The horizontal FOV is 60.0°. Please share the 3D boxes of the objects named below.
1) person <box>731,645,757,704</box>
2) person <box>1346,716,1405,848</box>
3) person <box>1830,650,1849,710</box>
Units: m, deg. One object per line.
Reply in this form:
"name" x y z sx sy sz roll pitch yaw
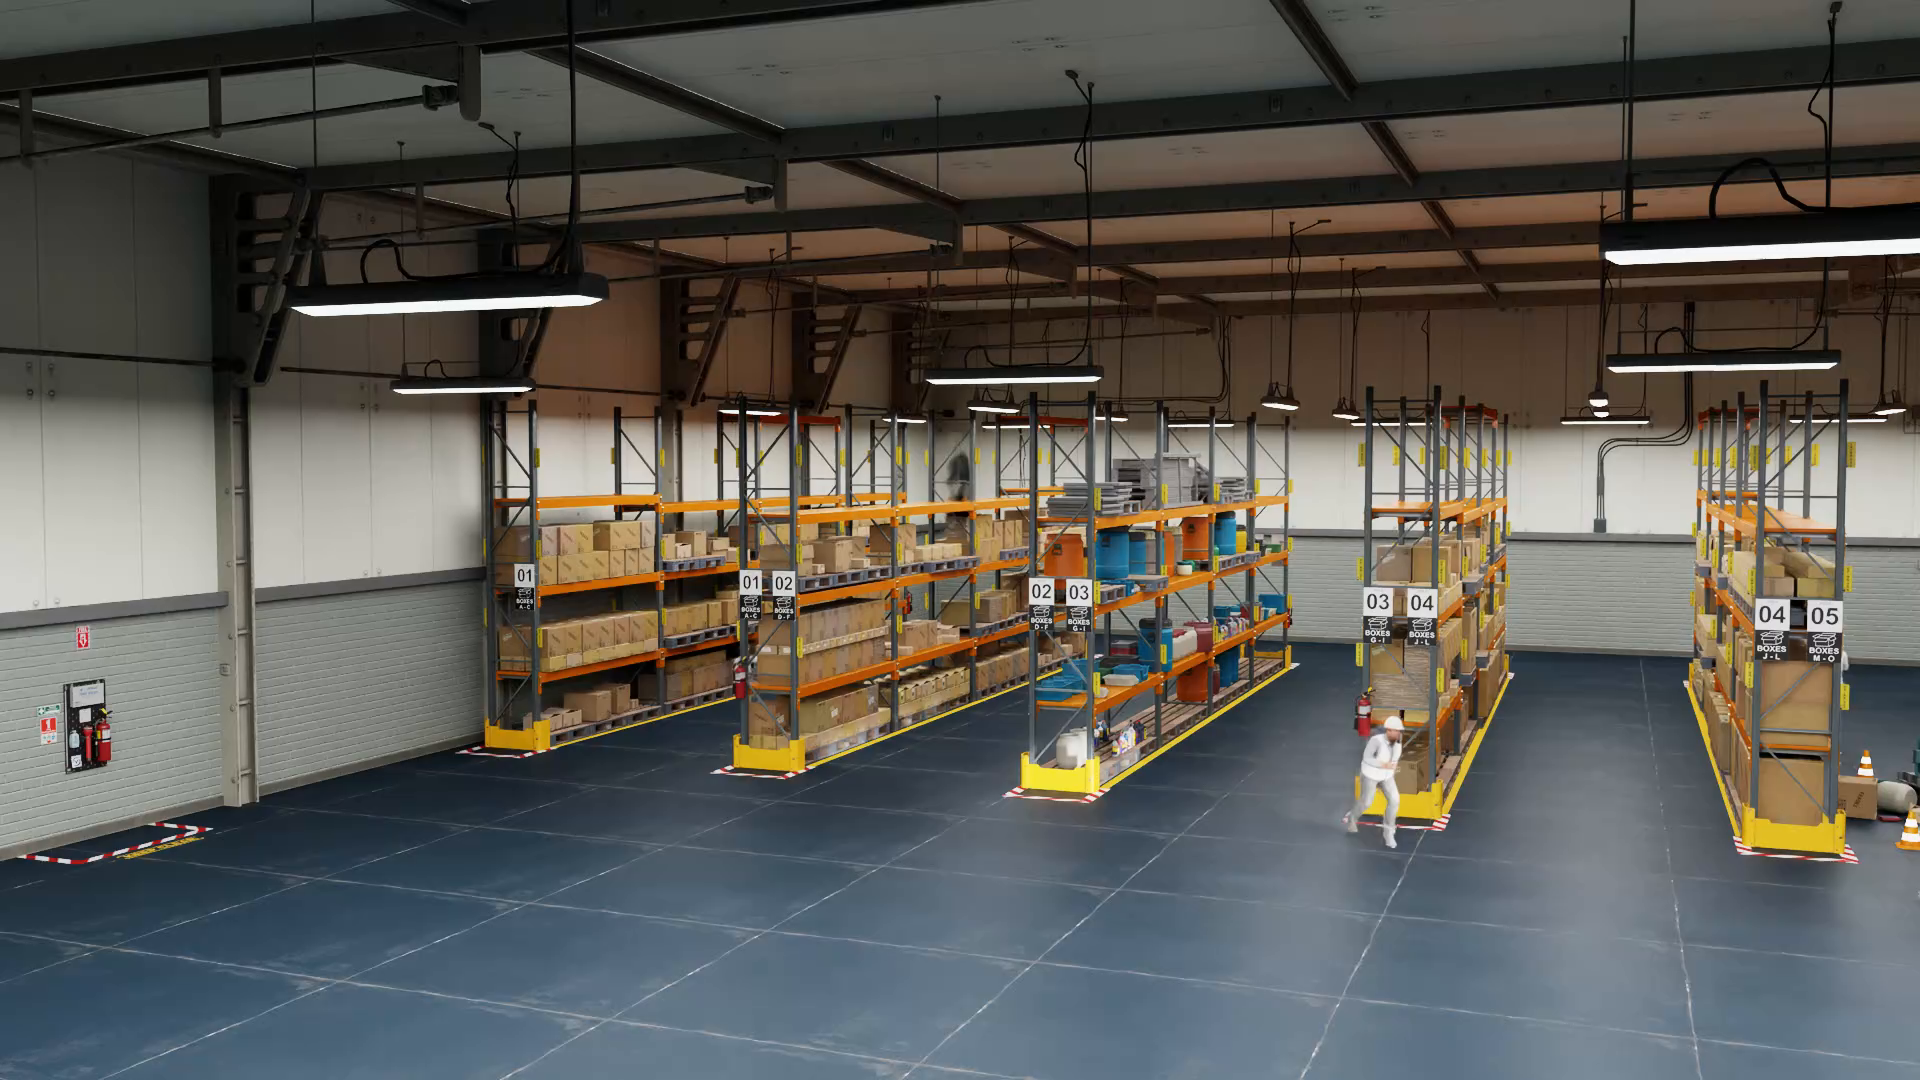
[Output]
"person" -3.859 2.684 30.294 0.560 1.653 0.893 1 3 11
"person" 5.436 3.116 21.703 0.700 1.733 1.028 -1 3 -27
"person" 15.671 2.626 29.972 0.673 1.841 0.951 1 3 17
